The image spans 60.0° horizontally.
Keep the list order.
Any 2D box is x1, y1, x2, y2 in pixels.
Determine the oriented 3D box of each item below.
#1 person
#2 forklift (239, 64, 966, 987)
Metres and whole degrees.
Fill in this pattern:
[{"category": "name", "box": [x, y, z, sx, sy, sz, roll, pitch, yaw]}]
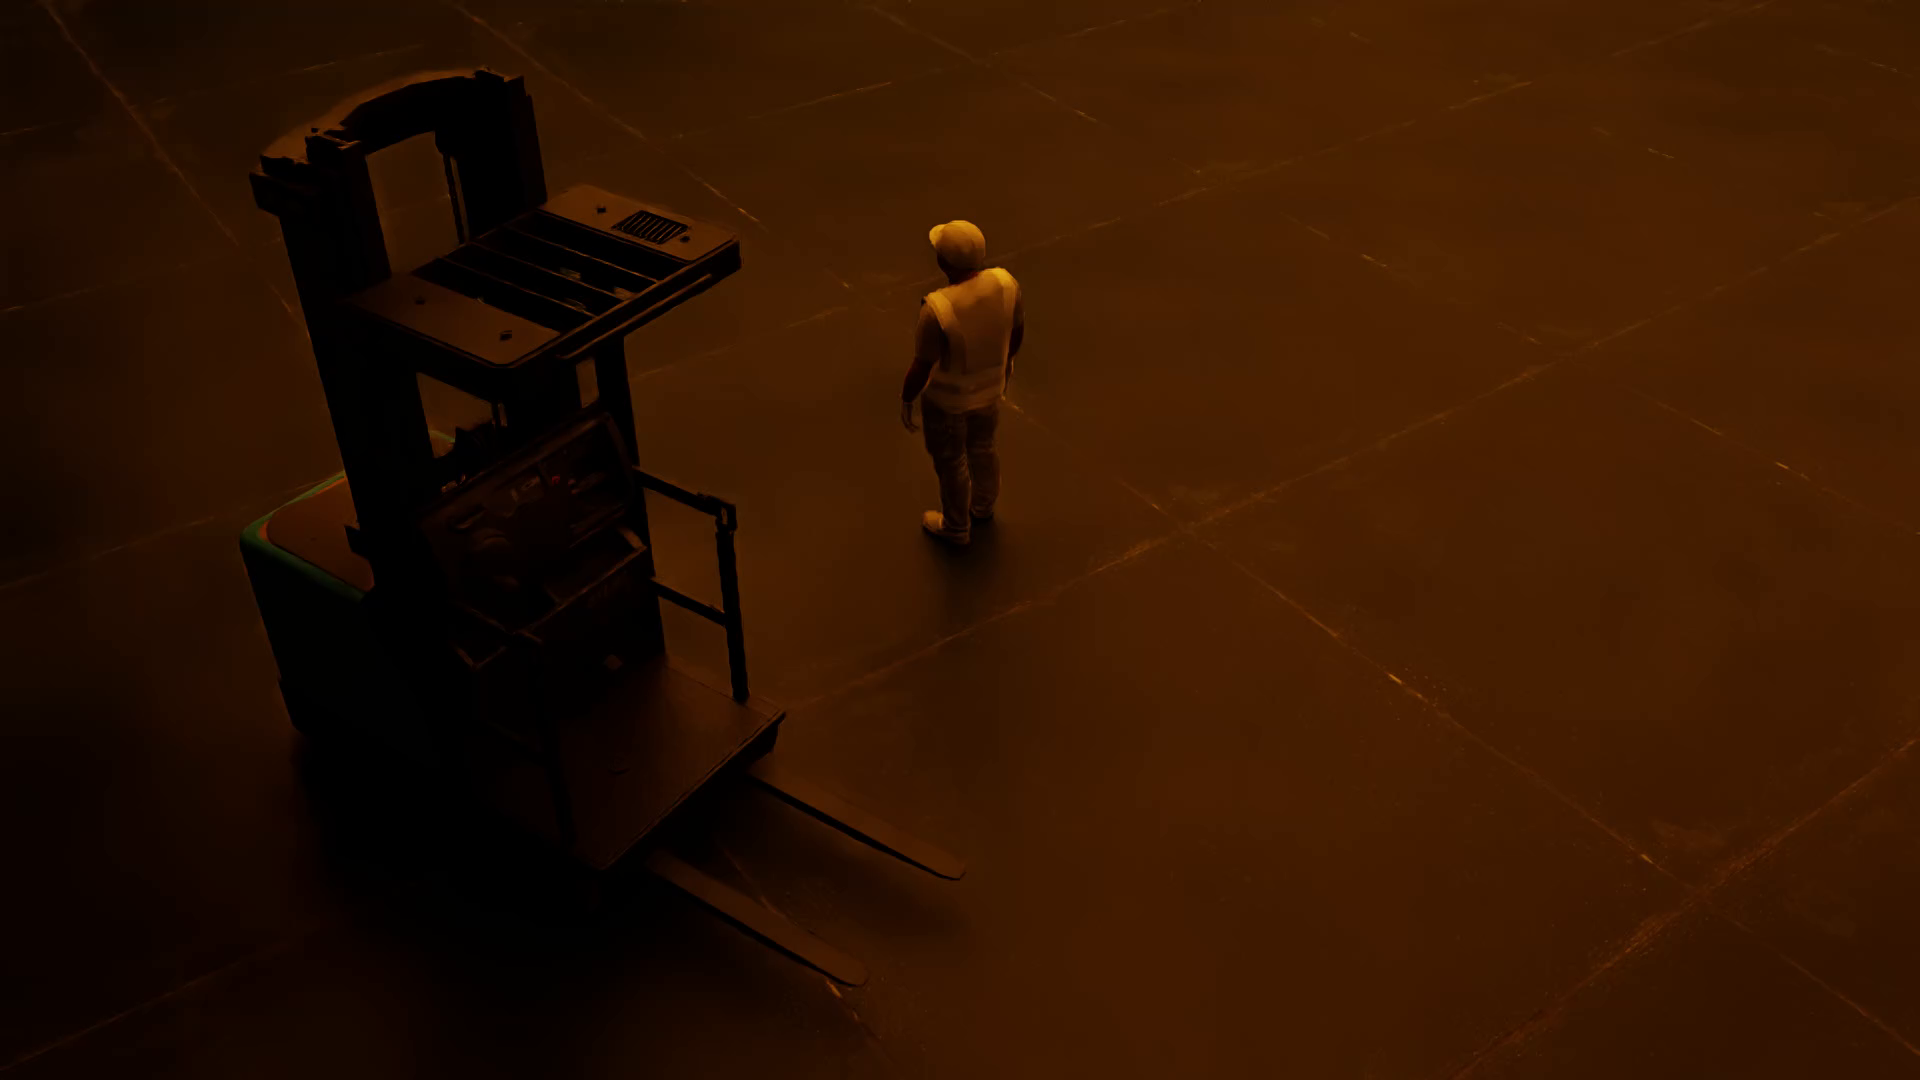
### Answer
[{"category": "person", "box": [-0.035, -0.760, 7.927, 0.655, 1.782, 0.576, -23, 42, -28]}, {"category": "forklift", "box": [-1.411, -0.089, 6.065, 3.031, 2.935, 1.130, 22, 42, 27]}]
